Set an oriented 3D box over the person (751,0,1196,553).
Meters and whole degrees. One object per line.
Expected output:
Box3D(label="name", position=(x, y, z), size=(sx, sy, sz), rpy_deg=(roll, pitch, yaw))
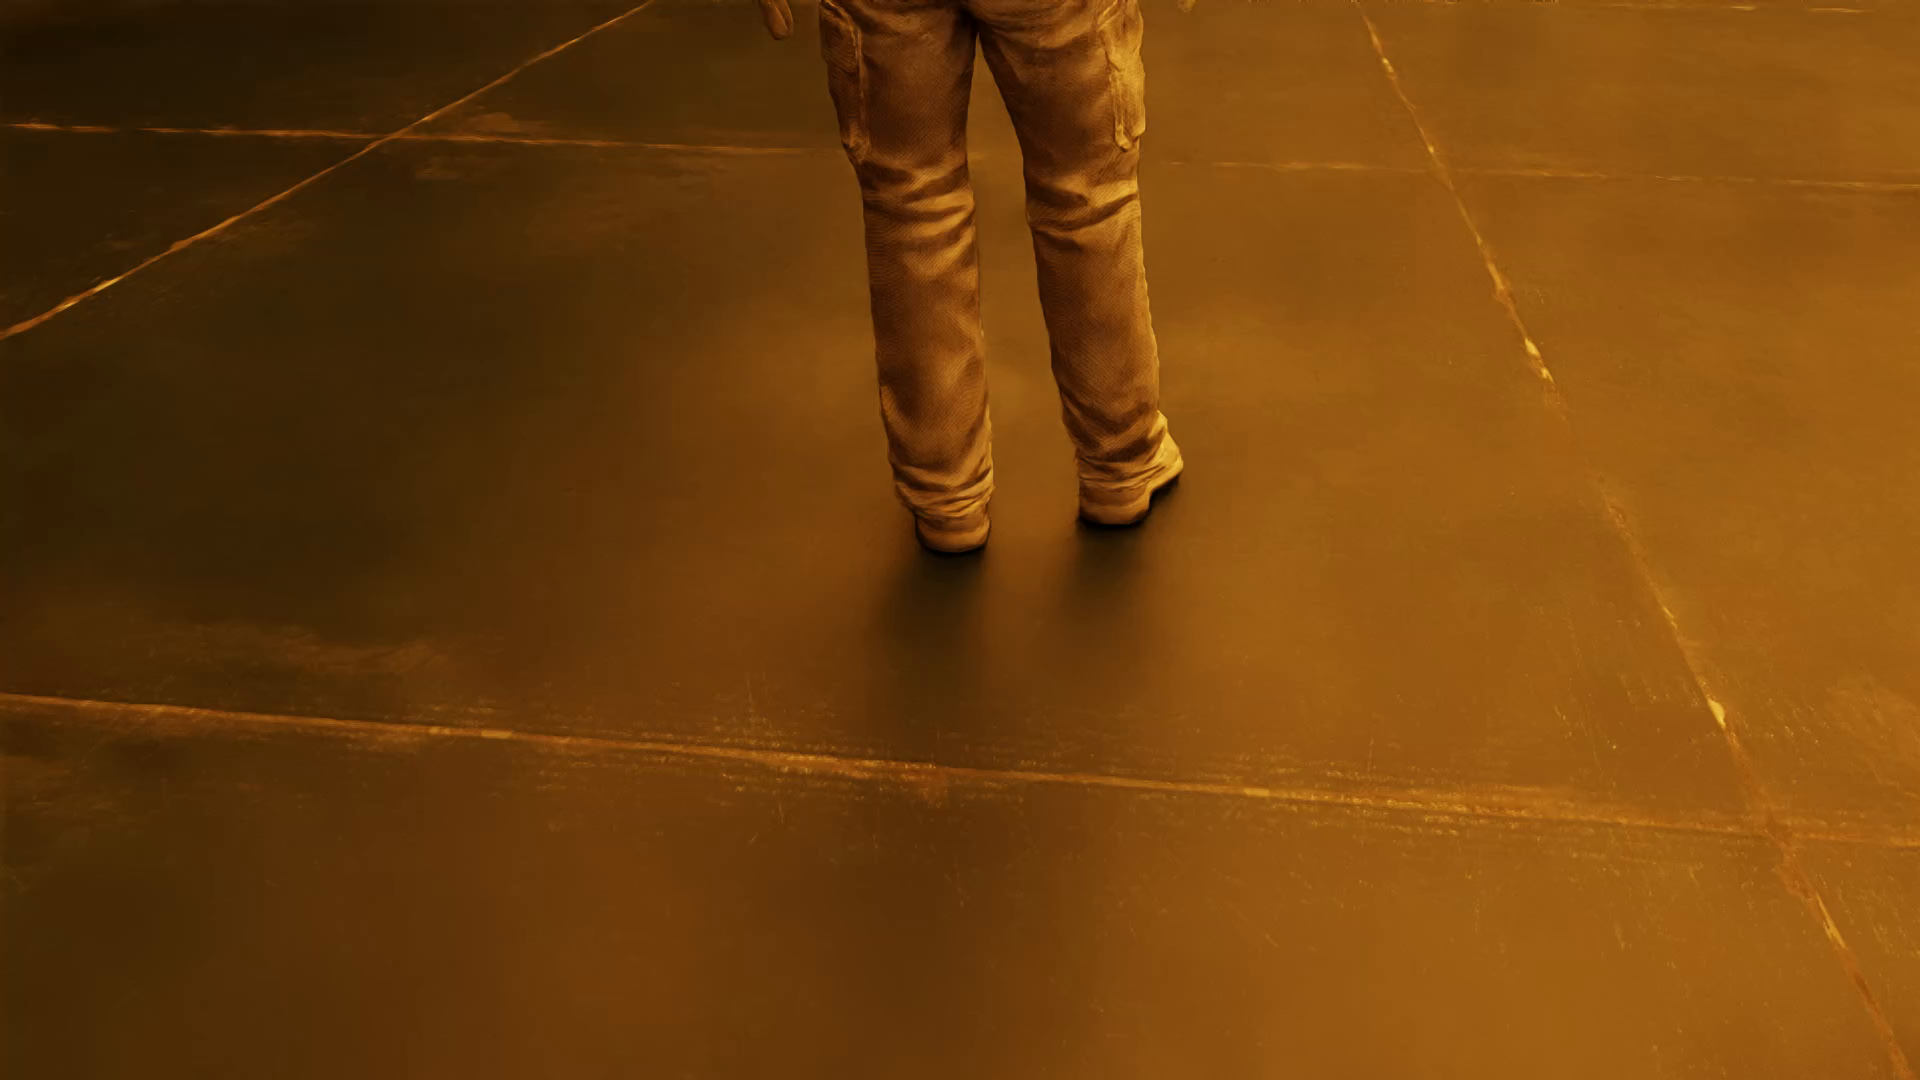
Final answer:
Box3D(label="person", position=(0.017, -0.835, 2.162), size=(0.655, 1.782, 0.576), rpy_deg=(3, 27, 7))
